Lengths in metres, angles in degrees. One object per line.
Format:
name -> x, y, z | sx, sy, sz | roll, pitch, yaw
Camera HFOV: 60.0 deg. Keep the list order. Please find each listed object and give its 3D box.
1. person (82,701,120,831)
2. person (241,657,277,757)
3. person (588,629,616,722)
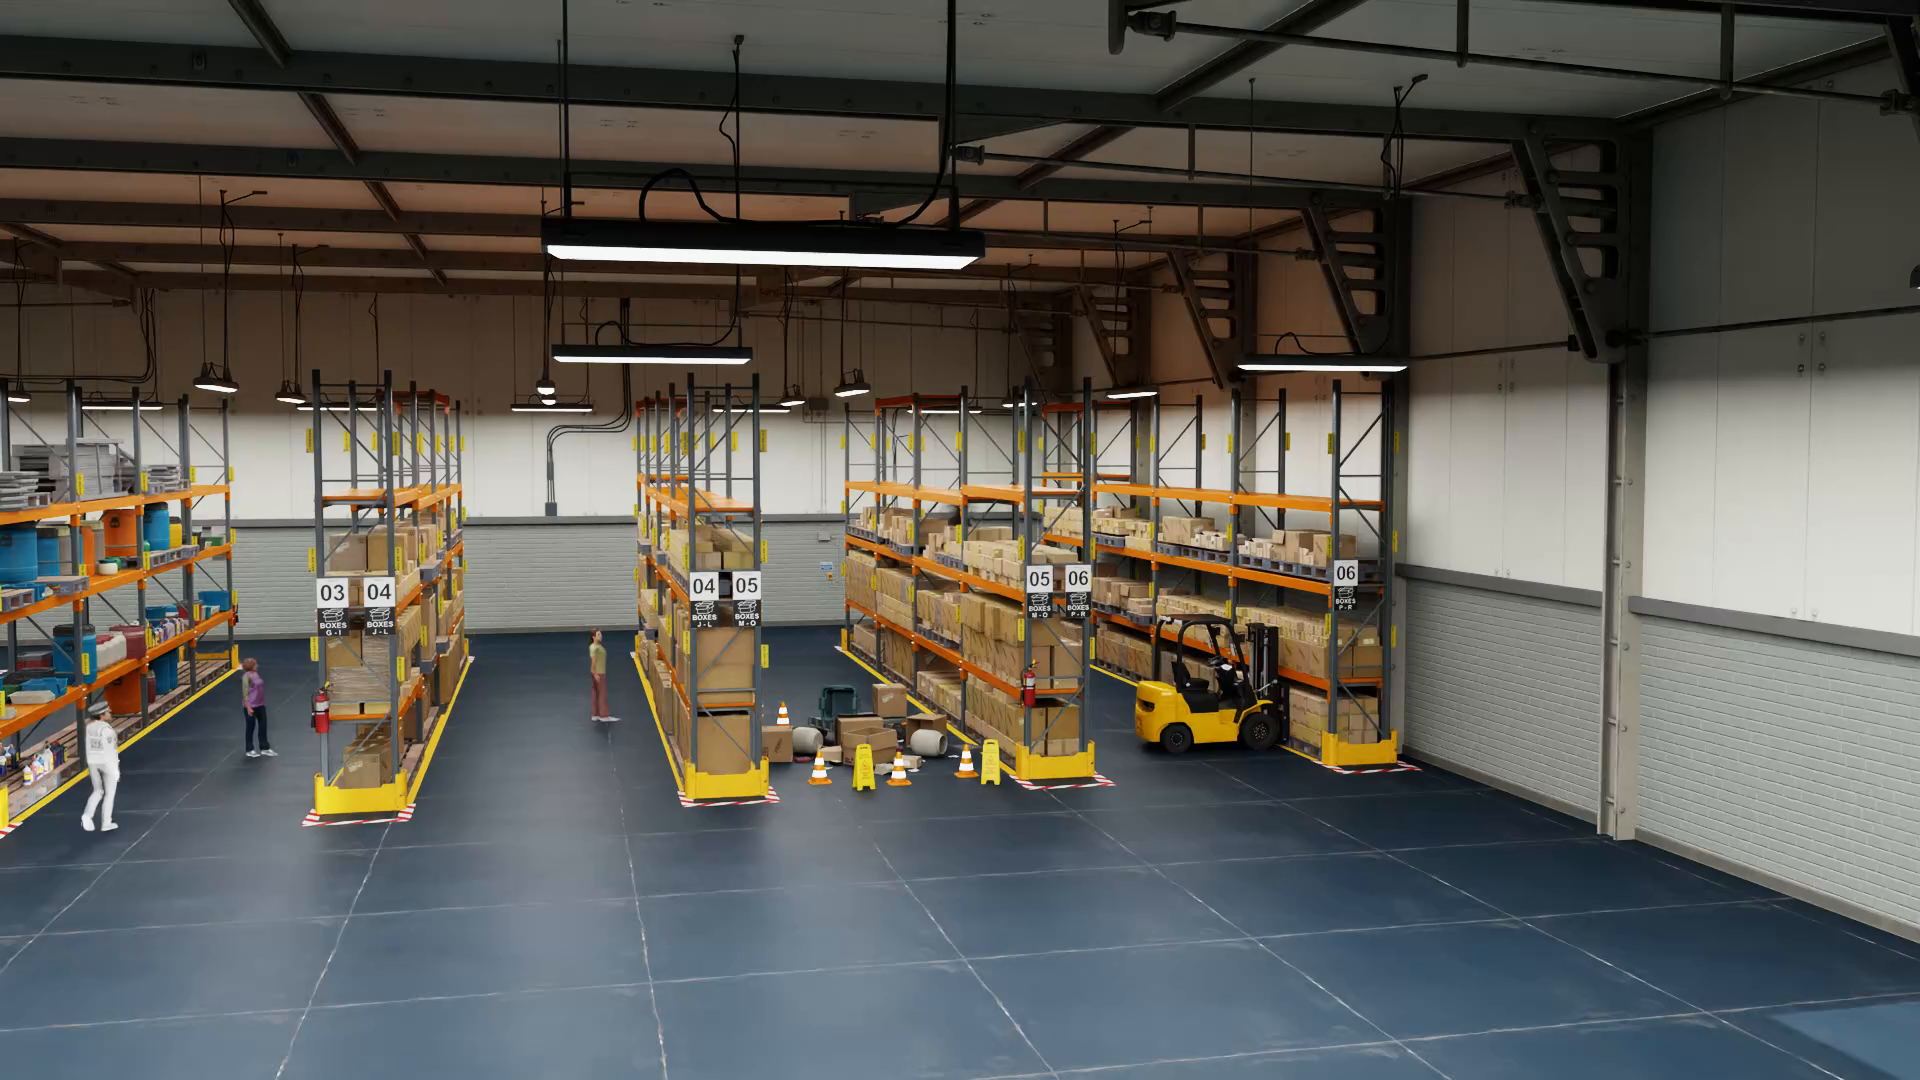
person -> -11.060, 2.910, 21.372 | 0.480, 1.681, 0.511 | 0, 3, 6
person -> -11.253, 2.682, 26.634 | 0.437, 1.621, 0.493 | 1, 4, 21
person -> -6.484, 2.433, 30.089 | 0.456, 1.669, 0.497 | -1, 4, -22
